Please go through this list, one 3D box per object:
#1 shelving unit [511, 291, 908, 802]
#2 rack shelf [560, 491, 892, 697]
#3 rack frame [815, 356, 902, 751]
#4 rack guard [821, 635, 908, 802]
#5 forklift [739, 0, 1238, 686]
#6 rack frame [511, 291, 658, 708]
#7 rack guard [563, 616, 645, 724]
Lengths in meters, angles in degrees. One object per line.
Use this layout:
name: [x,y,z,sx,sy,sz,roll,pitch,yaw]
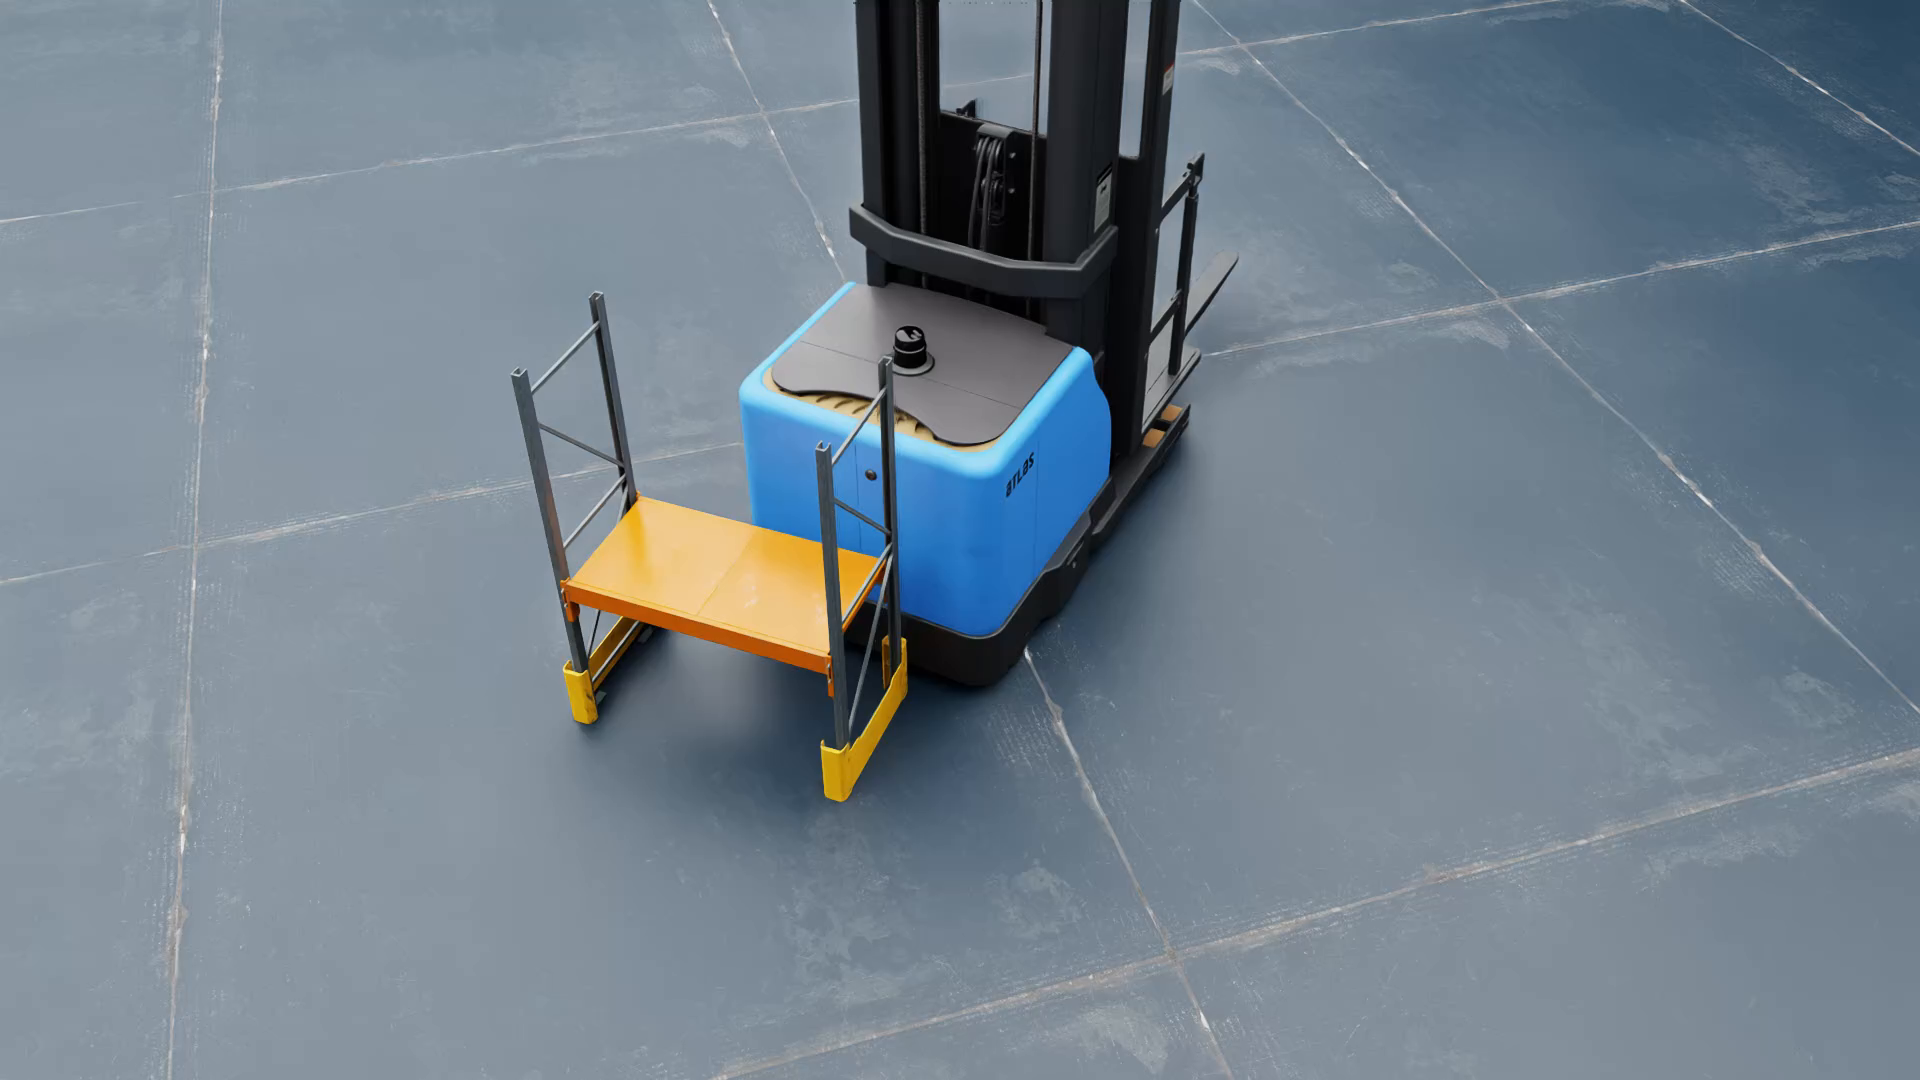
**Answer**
shelving unit: [-0.794,0.032,5.574,1.083,1.500,0.587,14,43,16]
rack shelf: [-0.786,0.169,5.690,1.000,0.185,0.538,14,43,16]
rack frame: [-0.312,0.155,5.433,0.032,1.500,0.500,14,43,16]
rack guard: [-0.330,0.621,5.850,0.087,0.250,0.587,14,43,16]
forklift: [0.343,-1.538,6.283,1.130,2.935,3.031,19,45,20]
rack frame: [-1.260,-0.087,5.710,0.032,1.500,0.500,14,43,16]
rack guard: [-1.259,0.384,6.121,0.087,0.250,0.587,14,43,16]
